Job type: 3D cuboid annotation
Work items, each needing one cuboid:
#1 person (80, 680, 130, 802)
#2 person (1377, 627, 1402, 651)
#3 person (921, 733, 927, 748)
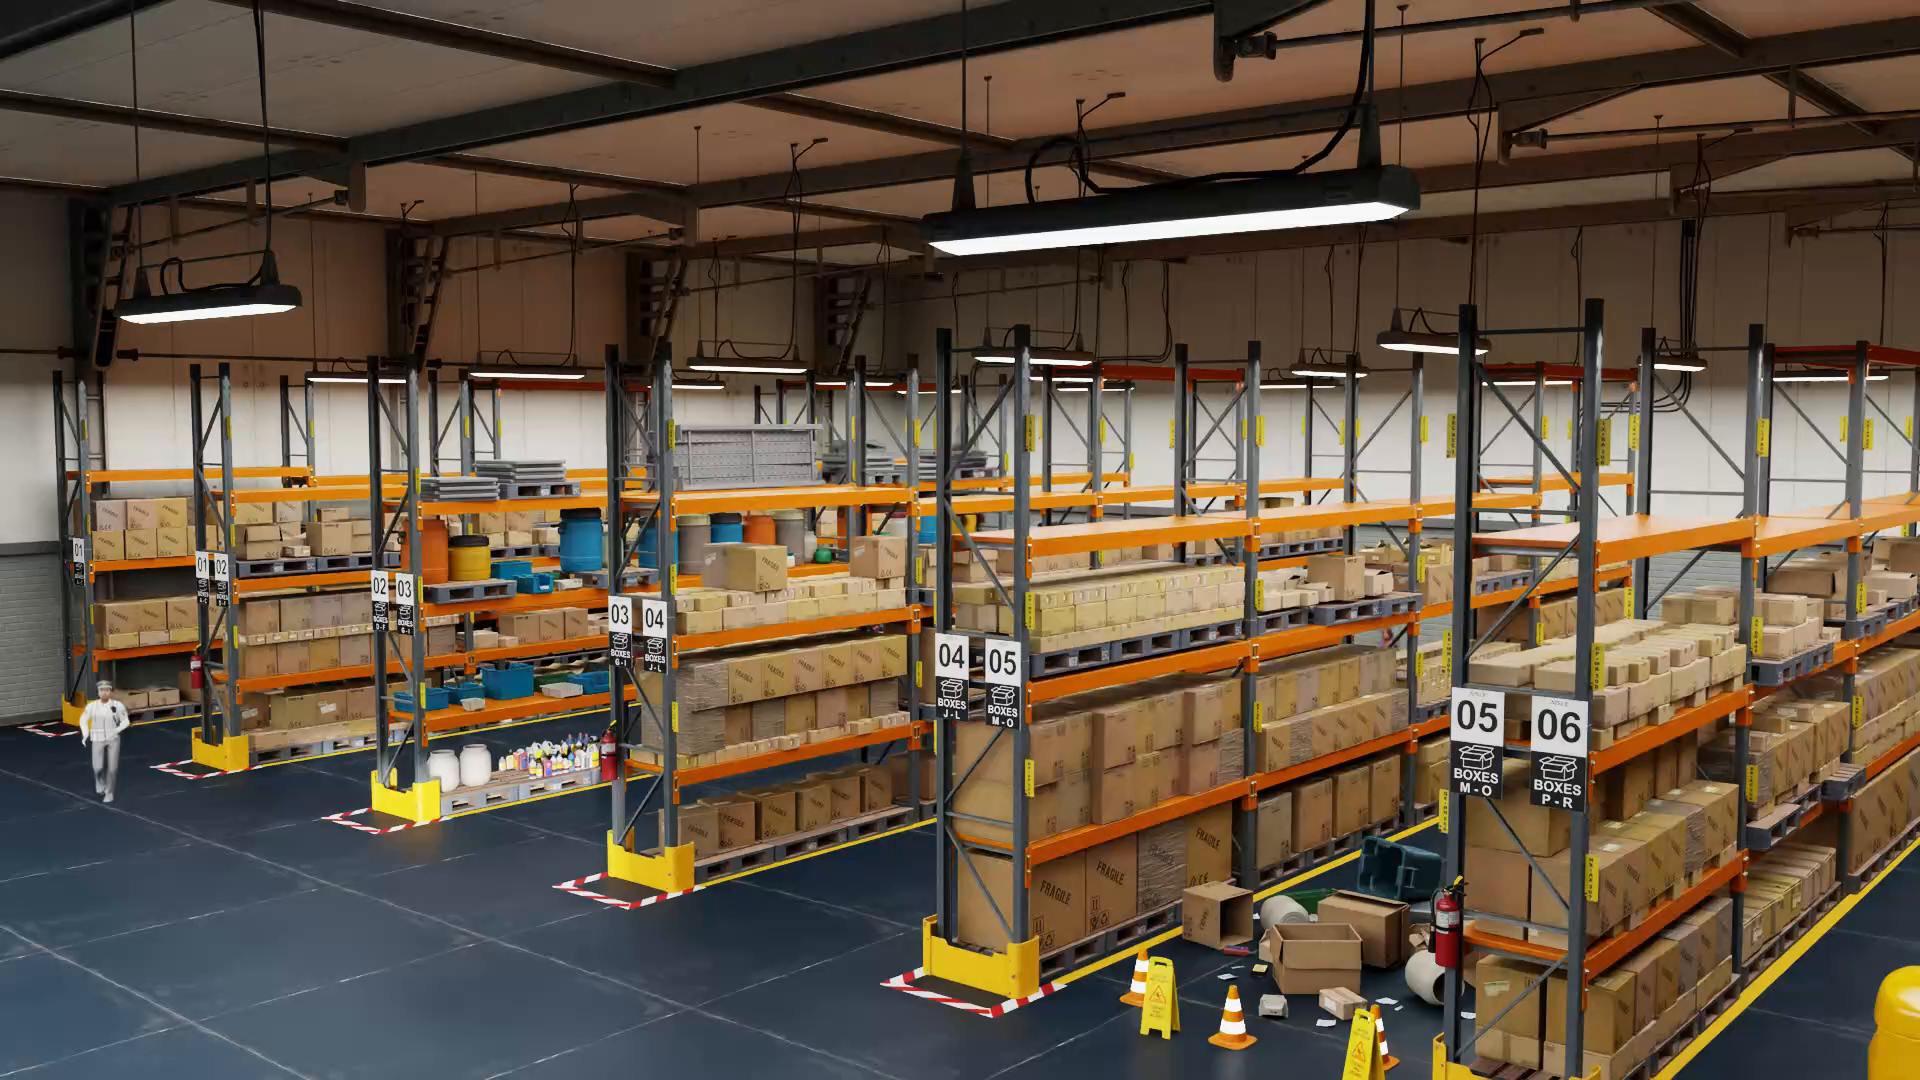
[{"bbox_3d":[-11.542,2.720,22.447,0.615,1.659,0.497,-2,5,-25],"label":"person"},{"bbox_3d":[7.513,2.299,29.103,0.563,1.553,0.532,3,5,37],"label":"person"},{"bbox_3d":[-0.389,2.499,24.687,0.670,1.828,0.782,3,5,35],"label":"person"}]
